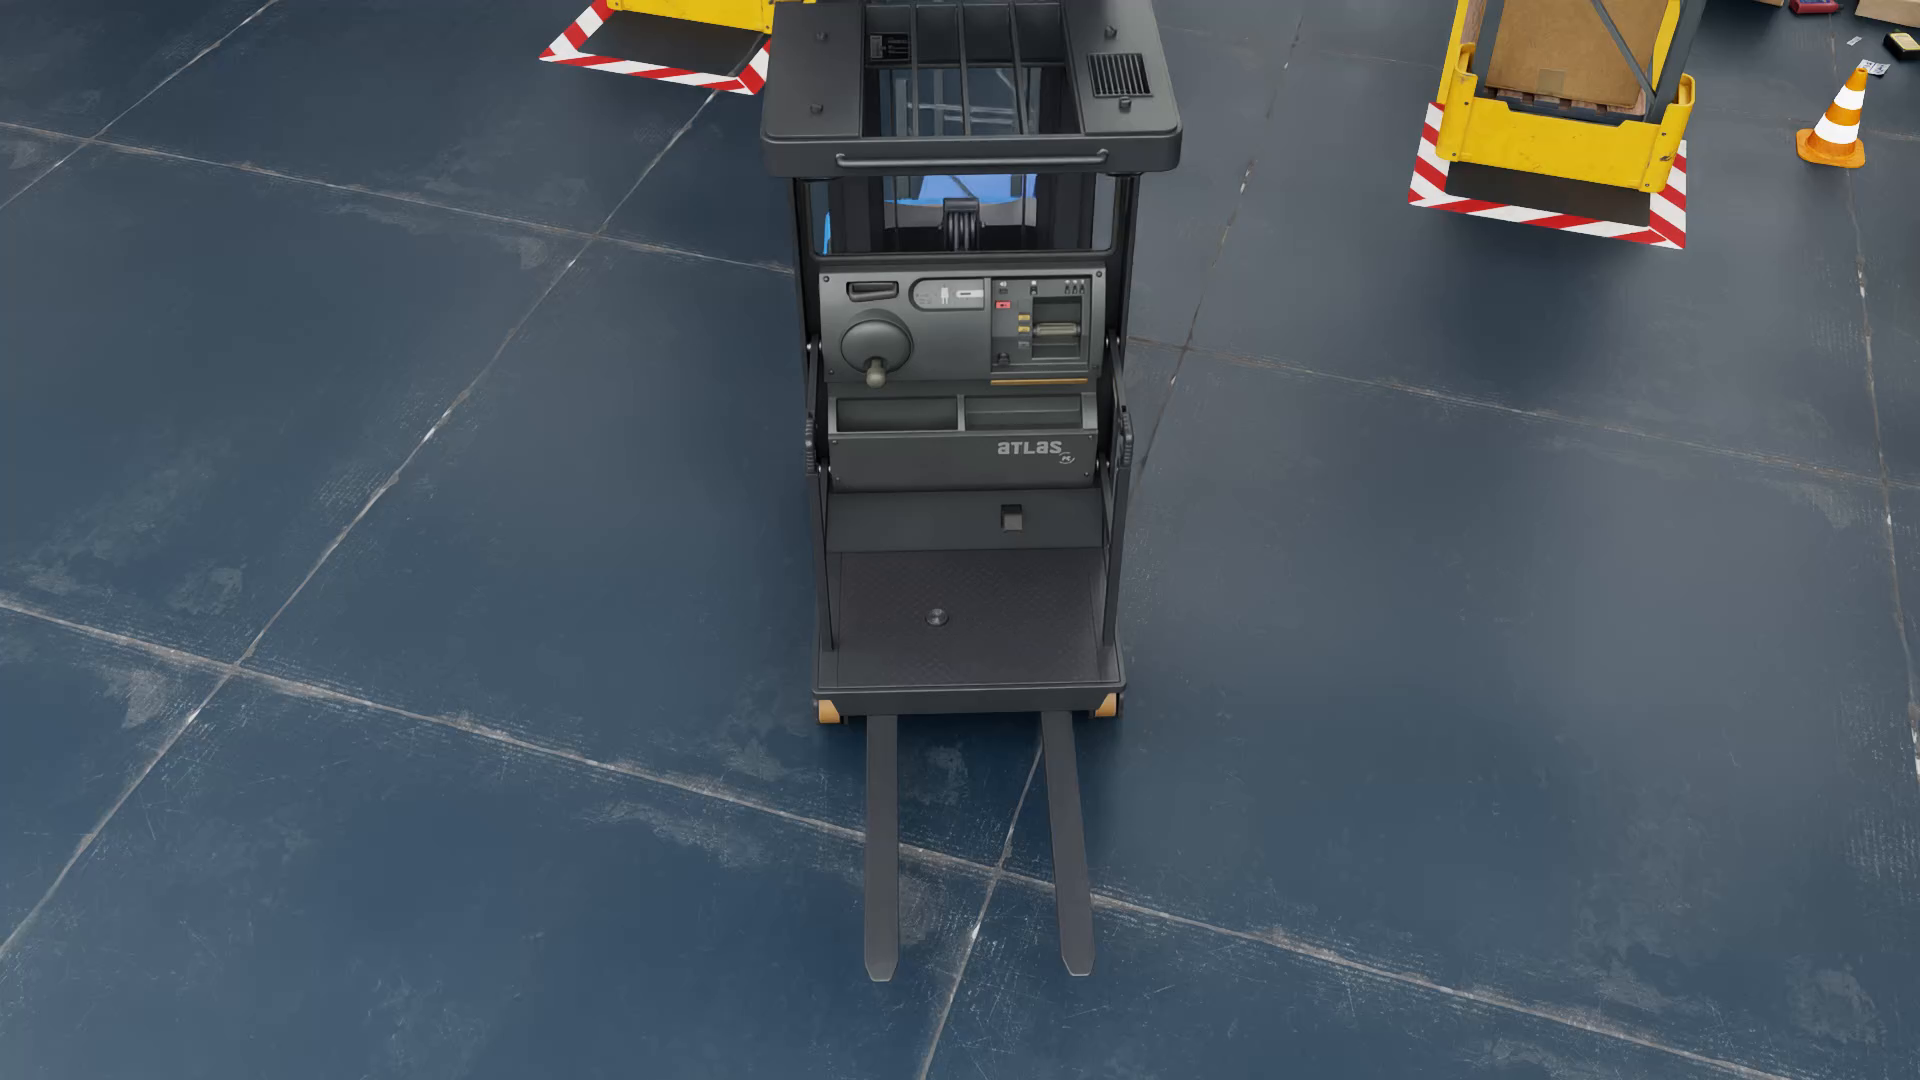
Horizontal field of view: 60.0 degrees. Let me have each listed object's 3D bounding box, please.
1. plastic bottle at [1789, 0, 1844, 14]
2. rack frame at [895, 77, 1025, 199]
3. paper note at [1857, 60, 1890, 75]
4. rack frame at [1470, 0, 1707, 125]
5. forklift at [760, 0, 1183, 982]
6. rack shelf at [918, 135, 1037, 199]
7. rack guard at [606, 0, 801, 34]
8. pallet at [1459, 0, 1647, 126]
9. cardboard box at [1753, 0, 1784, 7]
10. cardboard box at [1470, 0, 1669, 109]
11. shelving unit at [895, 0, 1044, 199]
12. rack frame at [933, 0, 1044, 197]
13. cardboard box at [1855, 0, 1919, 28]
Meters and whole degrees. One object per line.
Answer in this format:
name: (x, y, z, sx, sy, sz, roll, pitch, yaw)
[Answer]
plastic bottle: (5.153, -3.219, 9.996, 0.283, 0.061, 0.133, -2, 44, -2)
rack frame: (0.001, -1.225, 6.929, 0.500, 1.500, 0.032, 5, 45, 5)
paper note: (5.211, -2.701, 9.490, 0.144, 0.017, 0.142, 28, 51, 26)
rack frame: (3.131, -3.105, 7.778, 1.000, 3.000, 0.127, 13, 46, 13)
forklift: (8.096, -4.363, 9.113, 17.602, 2.935, 13.267, -1, 44, -1)
rack shelf: (0.065, -1.449, 7.415, 0.538, 0.185, 1.000, 5, 45, 5)
rack guard: (-1.543, -3.380, 9.847, 1.175, 0.500, 0.348, 13, 46, 13)
pallet: (3.298, -2.658, 9.315, 1.003, 0.211, 1.213, 13, 46, 13)
cardboard box: (4.850, -3.627, 10.097, 0.500, 0.500, 0.500, 20, 48, 19)
cardboard box: (3.273, -2.962, 8.851, 0.875, 0.875, 0.875, 13, 46, 13)
shelving unit: (0.065, -1.577, 7.289, 0.538, 1.500, 1.048, 5, 45, 5)
rack frame: (0.130, -1.930, 7.650, 0.500, 1.500, 0.032, 5, 45, 5)
cardboard box: (5.577, -3.258, 9.890, 0.396, 0.266, 0.258, 20, 48, 19)
